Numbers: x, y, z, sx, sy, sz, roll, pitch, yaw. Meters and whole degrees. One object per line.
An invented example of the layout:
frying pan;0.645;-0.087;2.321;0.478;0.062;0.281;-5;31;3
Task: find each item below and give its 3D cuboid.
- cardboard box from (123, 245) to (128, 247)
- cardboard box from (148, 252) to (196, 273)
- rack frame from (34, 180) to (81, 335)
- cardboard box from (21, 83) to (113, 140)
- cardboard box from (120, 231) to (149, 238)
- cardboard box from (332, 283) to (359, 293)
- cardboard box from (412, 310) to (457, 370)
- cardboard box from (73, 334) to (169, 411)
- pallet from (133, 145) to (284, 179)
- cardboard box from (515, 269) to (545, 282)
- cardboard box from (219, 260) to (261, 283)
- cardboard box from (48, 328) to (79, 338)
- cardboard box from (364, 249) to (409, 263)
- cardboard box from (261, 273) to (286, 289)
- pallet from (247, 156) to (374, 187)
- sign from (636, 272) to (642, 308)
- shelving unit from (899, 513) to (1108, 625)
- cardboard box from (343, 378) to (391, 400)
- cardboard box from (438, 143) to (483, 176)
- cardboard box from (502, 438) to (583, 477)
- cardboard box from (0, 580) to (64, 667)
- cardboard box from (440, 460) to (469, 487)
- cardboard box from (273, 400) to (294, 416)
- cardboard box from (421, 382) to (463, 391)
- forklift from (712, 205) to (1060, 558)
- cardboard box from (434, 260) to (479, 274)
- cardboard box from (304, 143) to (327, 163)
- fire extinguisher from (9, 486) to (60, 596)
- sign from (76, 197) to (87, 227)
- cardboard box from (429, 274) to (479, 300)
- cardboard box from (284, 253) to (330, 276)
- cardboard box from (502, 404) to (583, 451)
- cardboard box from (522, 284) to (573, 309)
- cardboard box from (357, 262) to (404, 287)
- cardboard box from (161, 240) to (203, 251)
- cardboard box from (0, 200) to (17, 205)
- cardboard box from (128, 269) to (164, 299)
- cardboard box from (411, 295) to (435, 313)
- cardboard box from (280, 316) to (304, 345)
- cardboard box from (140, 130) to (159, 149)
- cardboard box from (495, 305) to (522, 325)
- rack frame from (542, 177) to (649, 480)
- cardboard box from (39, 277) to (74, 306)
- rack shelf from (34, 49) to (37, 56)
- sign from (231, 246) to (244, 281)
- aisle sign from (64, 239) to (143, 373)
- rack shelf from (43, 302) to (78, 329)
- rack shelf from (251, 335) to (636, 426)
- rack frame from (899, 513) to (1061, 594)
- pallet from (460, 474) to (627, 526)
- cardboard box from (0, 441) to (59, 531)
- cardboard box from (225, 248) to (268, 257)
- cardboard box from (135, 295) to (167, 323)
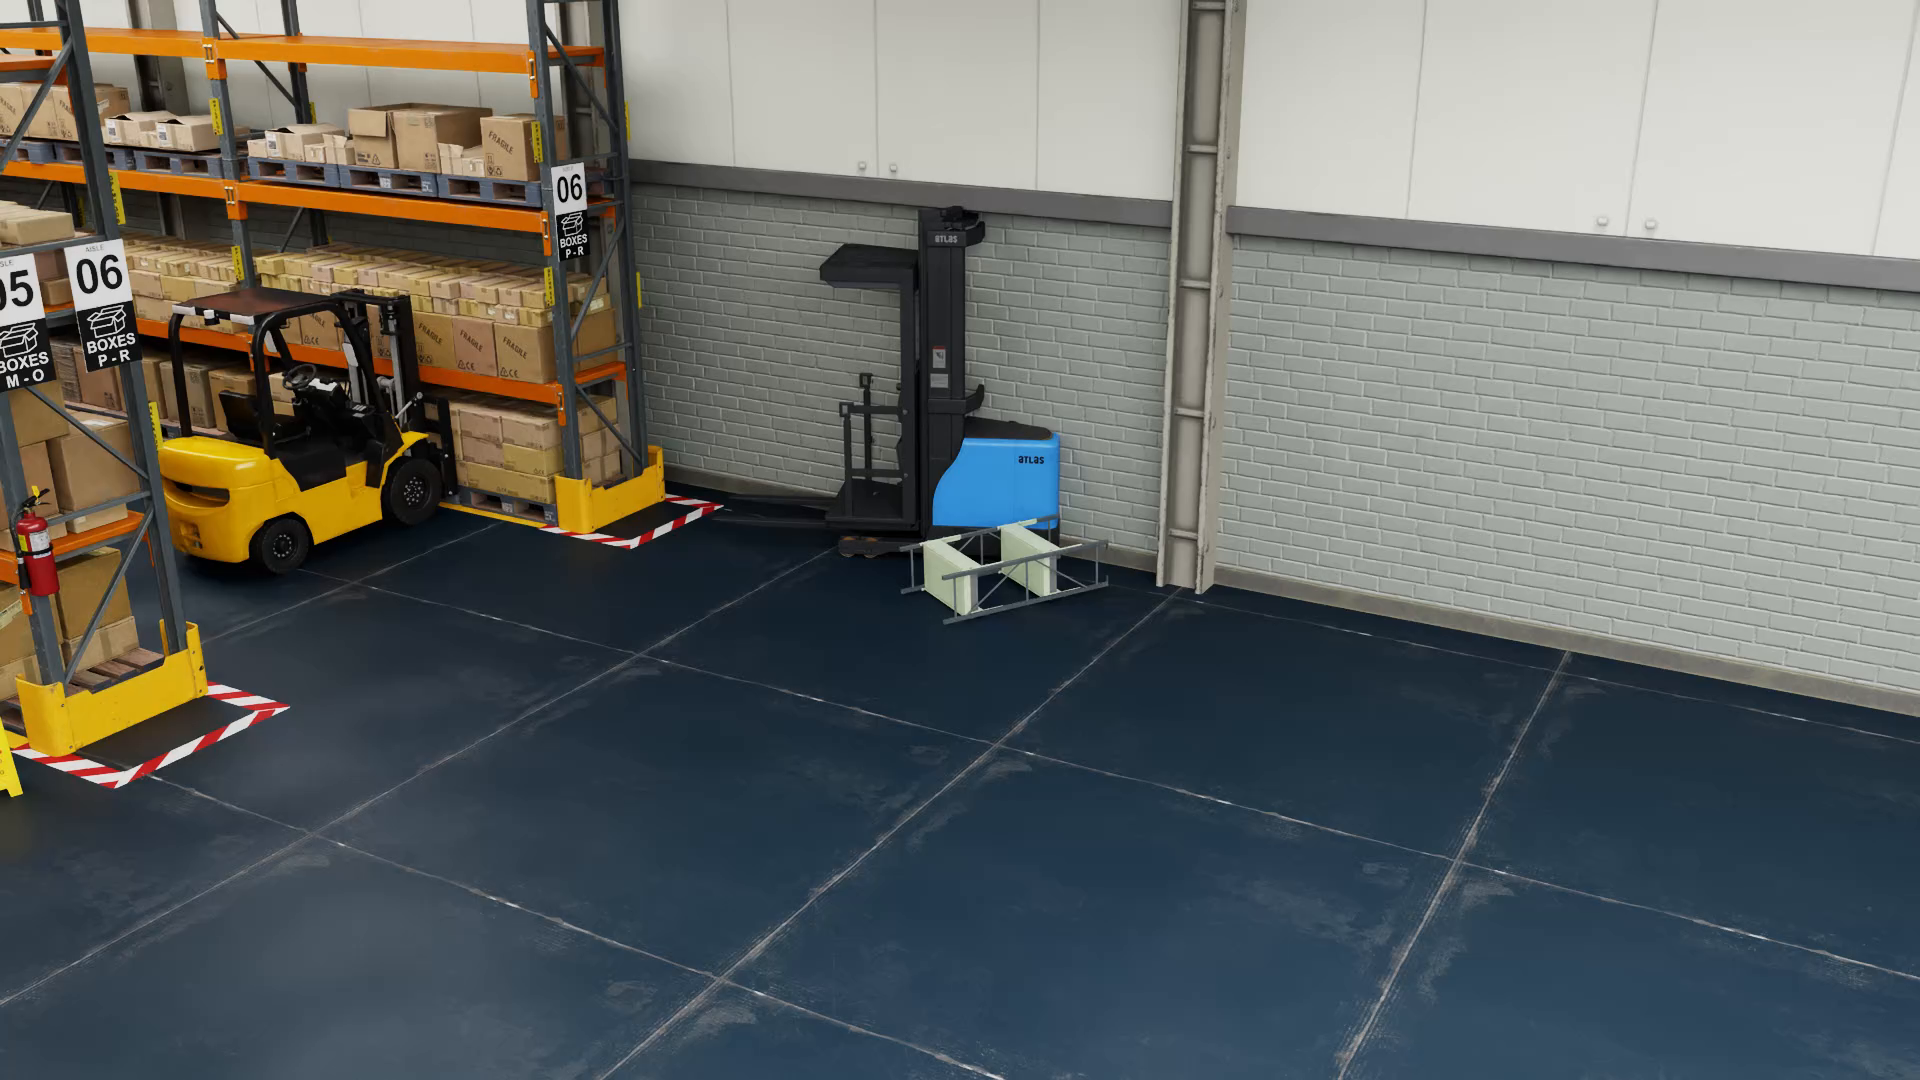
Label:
cardboard box;-8.936;-2.993;17.417;0.250;0.149;0.380;11;23;28
cardboard box;-8.031;-2.831;16.971;0.250;0.149;0.380;10;22;26
rack frame;-10.202;-2.993;18.516;0.127;3.000;1.000;11;23;27
cardboard box;-9.200;-4.448;17.217;0.500;0.500;0.700;10;22;26
cardboard box;-9.092;-3.260;18.153;0.250;0.149;0.380;10;22;26
cardboard box;-5.685;-2.364;15.683;0.250;0.149;0.380;11;22;27
cardboard box;-4.672;-1.888;15.321;0.500;0.500;0.500;10;22;26
cardboard box;-9.090;-1.860;18.259;0.625;0.625;0.875;12;23;29
pallet;-7.487;-3.791;16.597;1.217;0.209;0.805;10;22;25
cardboard box;-3.857;-2.367;15.256;0.250;0.149;0.380;11;23;28
cardboard box;-7.117;-2.671;16.529;0.250;0.149;0.380;12;23;29
cardboard box;-10.434;-2.169;19.294;0.500;0.500;0.500;12;23;29
cardboard box;-5.599;-2.740;16.282;0.250;0.149;0.380;10;22;26
cardboard box;-6.560;-2.549;16.192;0.250;0.149;0.380;10;22;26
pallet;-5.953;-3.562;15.816;1.213;0.211;1.003;11;23;27
sign;-2.942;-2.271;15.140;0.005;0.325;0.100;11;23;27
shelving unit;0.356;0.215;13.384;1.500;0.431;0.755;-12;23;-26
cardboard box;-5.559;-1.362;15.968;0.500;0.250;0.500;12;23;29
cardboard box;-4.311;-3.344;14.518;0.258;0.266;0.396;11;23;27
cardboard box;-3.796;-0.791;15.127;0.500;0.250;0.500;10;22;27
cardboard box;-6.462;0.502;11.195;0.500;0.500;0.500;11;23;28
cardboard box;-4.644;-0.723;15.674;0.500;0.250;0.500;11;23;28
cardboard box;-6.438;-1.296;16.519;0.500;0.250;0.500;11;23;27
cardboard box;-4.859;-1.430;16.155;0.500;0.250;0.500;10;22;26
forklift;-0.623;-1.402;14.231;3.031;2.935;1.130;2;20;6
cardboard box;-4.744;-2.540;15.732;0.250;0.149;0.380;11;23;28
cardboard box;-5.796;-3.572;15.317;0.250;0.149;0.380;12;23;29
fire extinguisher;-5.760;0.008;10.355;0.183;0.674;0.296;11;23;27
sign;-9.935;-3.703;18.775;0.005;0.325;0.100;11;23;27
cardboard box;-4.568;-2.293;15.050;0.250;0.149;0.380;11;23;29
cardboard box;-6.296;-2.667;16.083;0.250;0.149;0.380;11;23;28
cardboard box;-3.772;-1.021;15.030;0.500;0.250;0.500;12;23;29
cardboard box;-3.634;-2.151;14.661;0.250;0.149;0.380;11;23;27
cardboard box;-5.413;-2.488;15.588;0.250;0.149;0.380;11;23;27
cardboard box;-8.221;-3.070;17.629;0.250;0.149;0.380;11;23;28
cardboard box;-6.445;-2.132;10.942;0.250;0.149;0.380;11;23;27
cardboard box;-8.160;-2.668;17.107;0.500;0.250;0.500;11;23;28
cardboard box;-4.789;-2.195;15.217;0.250;0.149;0.380;11;23;28
cardboard box;-6.450;-2.224;16.247;0.500;0.500;0.500;10;22;26
cardboard box;-7.818;-3.957;16.380;0.250;0.149;0.380;11;23;27
cardboard box;-3.895;-2.023;14.742;0.250;0.149;0.380;11;23;28
rack frame;-3.218;-1.663;14.848;0.127;3.000;1.000;11;23;27
cardboard box;-5.767;-1.628;10.723;0.250;0.149;0.380;11;23;27
rack shelf;-11.948;-5.620;18.601;4.000;0.370;1.077;11;23;27
sign;-6.966;-2.672;16.048;0.005;0.325;0.100;11;23;27
aisle sign;-5.430;-1.489;10.555;0.004;0.787;0.394;11;23;27
rack shelf;-7.382;-1.589;11.301;4.000;0.370;1.077;11;23;27
rack shelf;-4.964;-1.657;15.888;4.000;0.370;1.077;11;23;27
rack frame;0.182;0.107;13.687;1.500;0.400;0.023;-12;23;-26
pallet;-3.906;-0.467;15.640;1.213;0.211;1.003;11;23;27
cardboard box;-6.244;-0.380;10.728;0.500;0.500;0.500;10;22;26
cardboard box;-7.339;-2.904;17.173;0.250;0.149;0.380;11;23;27
cardboard box;-8.138;-2.437;17.203;0.500;0.250;0.500;11;23;28
